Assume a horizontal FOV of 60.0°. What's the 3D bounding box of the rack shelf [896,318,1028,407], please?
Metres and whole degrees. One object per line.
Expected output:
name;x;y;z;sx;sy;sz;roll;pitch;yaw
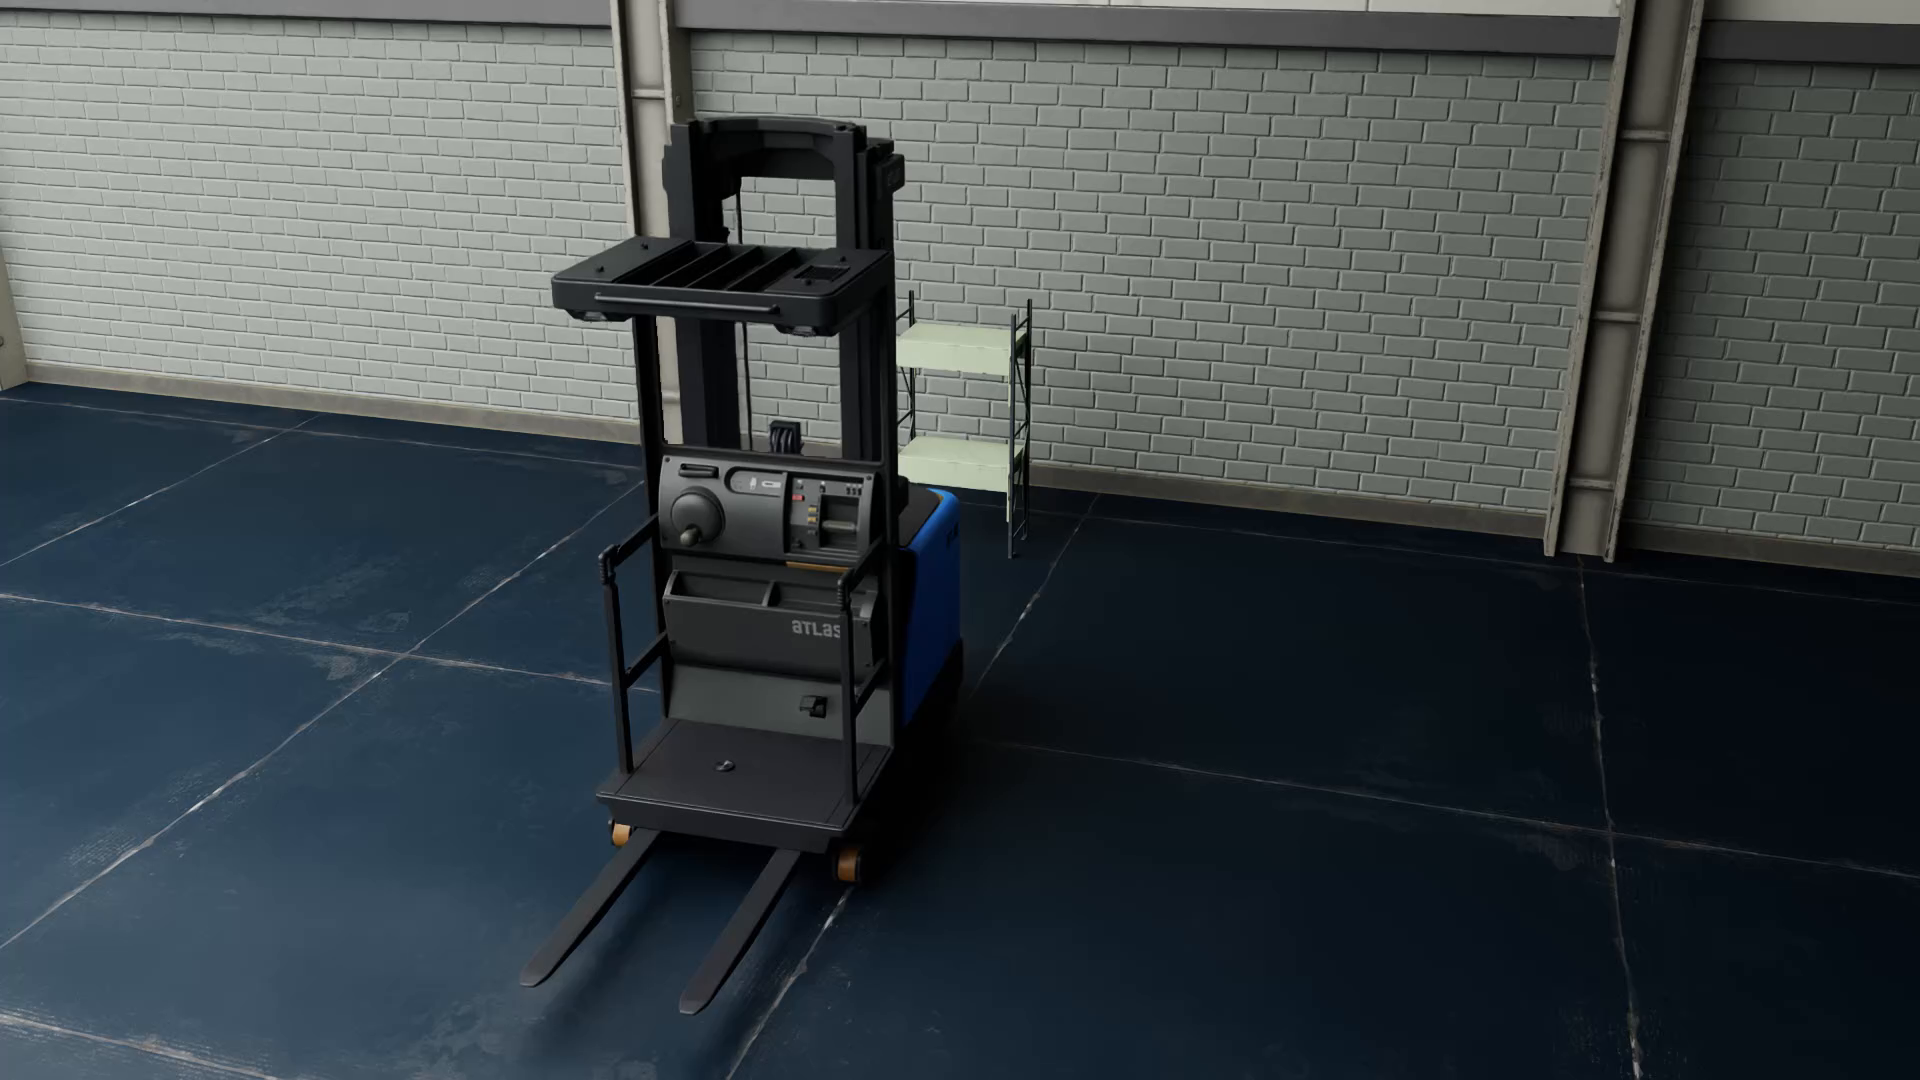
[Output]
rack shelf;0.006;-1.054;9.836;0.720;0.370;0.431;7;23;16

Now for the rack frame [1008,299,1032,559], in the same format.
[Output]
rack frame;0.357;-0.653;9.886;0.023;1.500;0.400;7;23;16

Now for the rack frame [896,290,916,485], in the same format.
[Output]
rack frame;-0.344;-0.733;10.081;0.023;1.500;0.400;7;23;16

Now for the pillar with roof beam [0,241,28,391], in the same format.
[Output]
pillar with roof beam;-8.966;-3.856;7.813;0.400;9.000;9.100;7;23;16

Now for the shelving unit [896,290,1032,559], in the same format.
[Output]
shelving unit;0.006;-0.693;9.984;0.755;1.500;0.431;7;23;16

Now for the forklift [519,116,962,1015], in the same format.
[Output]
forklift;-0.853;-0.108;6.672;1.130;2.935;3.031;6;23;13

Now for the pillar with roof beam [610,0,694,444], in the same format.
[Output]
pillar with roof beam;-3.222;-3.198;6.209;0.400;9.000;9.100;7;23;16

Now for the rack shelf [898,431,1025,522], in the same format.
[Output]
rack shelf;0.006;-0.392;10.107;0.720;0.370;0.431;7;23;16

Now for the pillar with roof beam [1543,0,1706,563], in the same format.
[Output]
pillar with roof beam;2.522;-2.541;4.606;0.400;9.000;9.100;7;23;16
